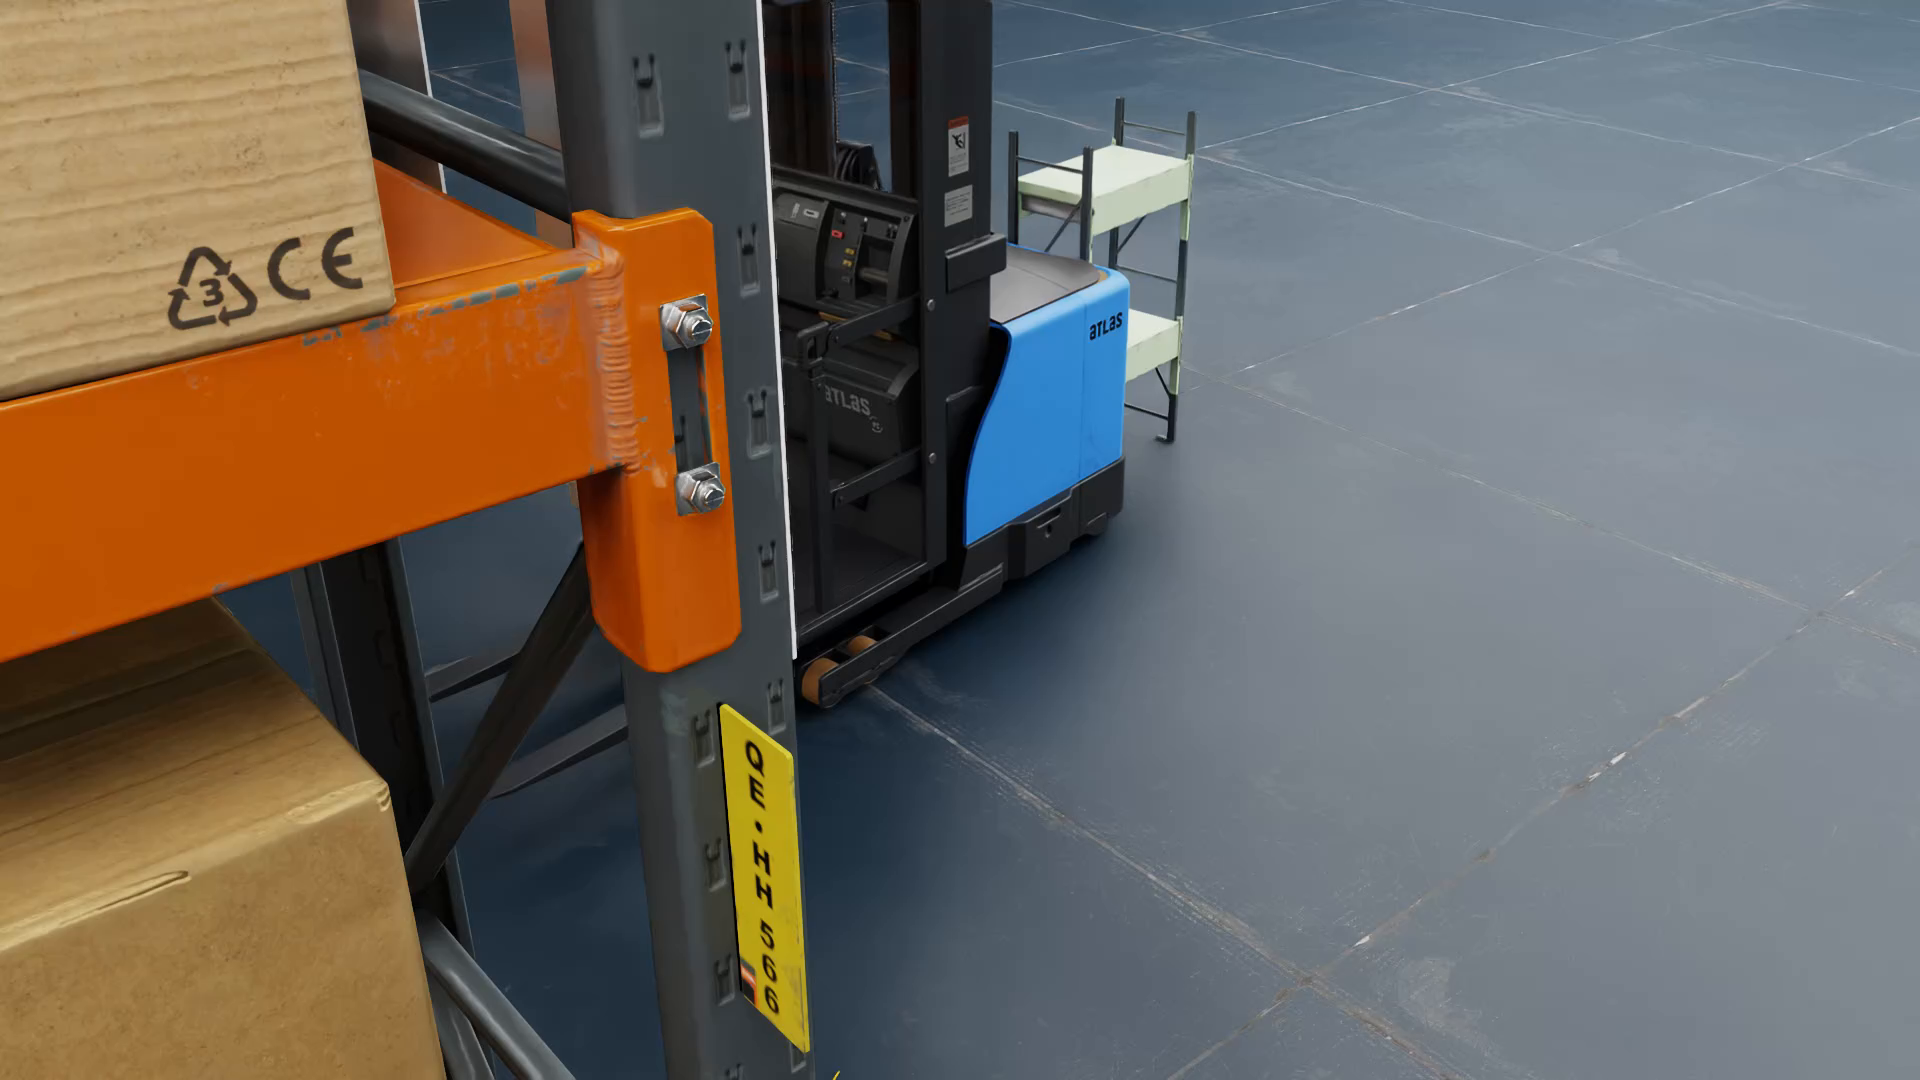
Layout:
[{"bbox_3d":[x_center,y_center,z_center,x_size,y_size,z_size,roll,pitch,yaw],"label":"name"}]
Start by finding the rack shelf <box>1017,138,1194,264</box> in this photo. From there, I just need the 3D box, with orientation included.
[{"bbox_3d":[0.590,-1.382,6.917,0.431,0.370,0.720,22,35,35],"label":"rack shelf"}]

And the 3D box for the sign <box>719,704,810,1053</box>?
[{"bbox_3d":[-0.169,0.299,1.445,0.005,0.325,0.100,-22,35,-35],"label":"sign"}]

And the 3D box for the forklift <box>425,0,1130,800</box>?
[{"bbox_3d":[-0.660,-0.987,5.487,1.130,2.935,3.031,22,35,35],"label":"forklift"}]

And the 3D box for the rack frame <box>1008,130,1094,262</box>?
[{"bbox_3d":[0.355,-0.906,6.854,0.400,1.500,0.023,22,35,35],"label":"rack frame"}]

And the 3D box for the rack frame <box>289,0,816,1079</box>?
[{"bbox_3d":[-0.516,0.743,2.178,0.053,2.616,0.949,-22,35,-35],"label":"rack frame"}]

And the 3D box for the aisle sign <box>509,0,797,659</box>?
[{"bbox_3d":[-0.272,-0.314,1.397,0.004,0.787,0.394,-22,35,-35],"label":"aisle sign"}]

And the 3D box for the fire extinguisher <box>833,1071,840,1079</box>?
[{"bbox_3d":[-0.127,0.908,1.950,0.183,0.674,0.296,-22,35,-35],"label":"fire extinguisher"}]

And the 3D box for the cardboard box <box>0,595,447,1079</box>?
[{"bbox_3d":[-0.772,0.384,1.366,0.500,0.500,0.500,-22,35,-35],"label":"cardboard box"}]

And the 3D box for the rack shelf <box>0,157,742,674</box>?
[{"bbox_3d":[-2.035,0.350,0.494,4.000,0.370,1.077,-22,35,-35],"label":"rack shelf"}]

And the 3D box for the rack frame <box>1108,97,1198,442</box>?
[{"bbox_3d":[0.825,-1.170,7.349,0.400,1.500,0.023,22,35,35],"label":"rack frame"}]

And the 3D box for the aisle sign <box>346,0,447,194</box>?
[{"bbox_3d":[-0.661,-0.529,1.800,0.004,0.787,0.394,-22,35,-35],"label":"aisle sign"}]

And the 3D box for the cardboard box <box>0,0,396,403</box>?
[{"bbox_3d":[-0.715,-0.275,1.058,0.500,0.250,0.500,-21,35,-34],"label":"cardboard box"}]

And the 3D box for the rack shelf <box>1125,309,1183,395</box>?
[{"bbox_3d":[0.590,-0.750,7.255,0.431,0.370,0.720,22,35,35],"label":"rack shelf"}]

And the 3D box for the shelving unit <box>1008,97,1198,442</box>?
[{"bbox_3d":[0.590,-1.038,7.101,0.431,1.500,0.755,22,35,35],"label":"shelving unit"}]
